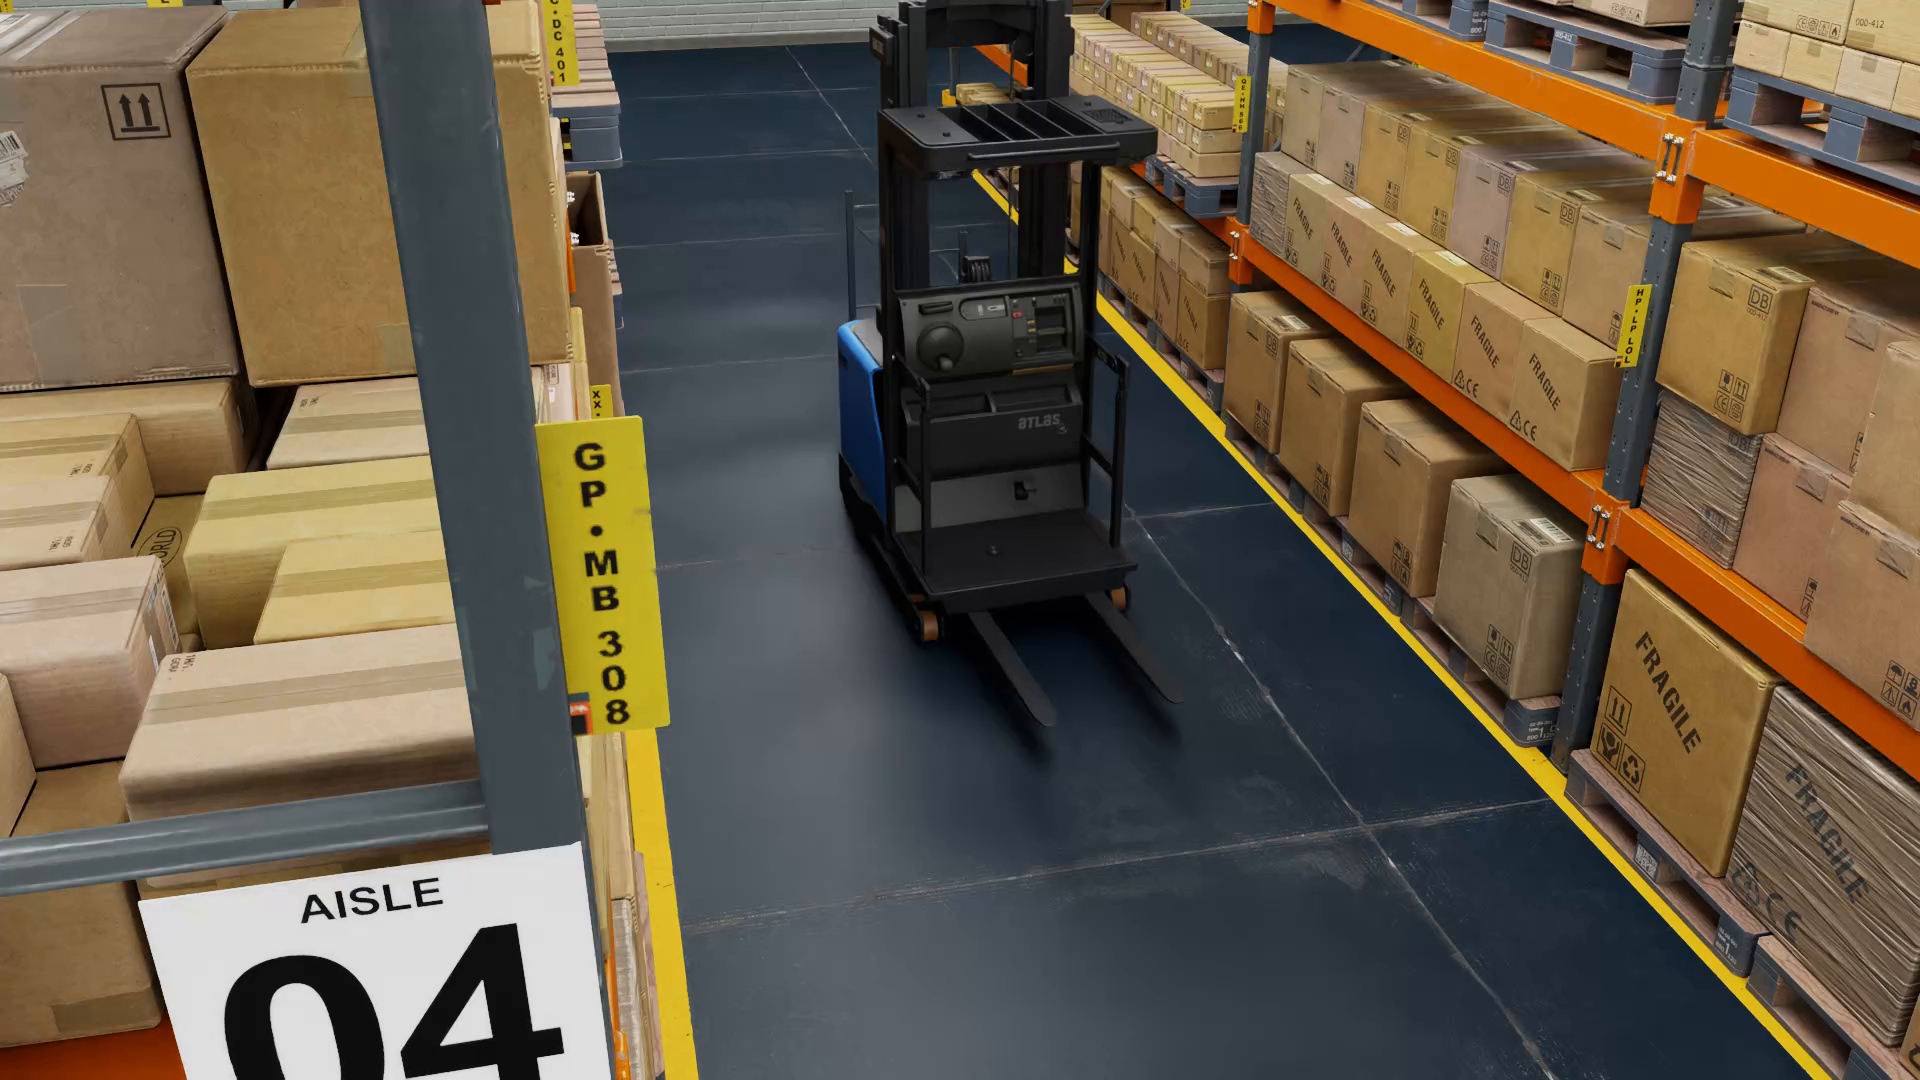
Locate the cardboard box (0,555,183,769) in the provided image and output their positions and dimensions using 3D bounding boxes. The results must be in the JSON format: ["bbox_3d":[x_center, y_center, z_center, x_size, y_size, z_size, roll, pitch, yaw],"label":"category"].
[{"bbox_3d":[-1.172,0.158,2.003,0.380,0.149,0.250,-7,28,-13],"label":"cardboard box"}]

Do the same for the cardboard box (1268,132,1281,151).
[{"bbox_3d":[2.227,-2.557,10.800,0.380,0.149,0.250,-5,27,-9],"label":"cardboard box"}]

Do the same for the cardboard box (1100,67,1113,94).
[{"bbox_3d":[1.231,-3.316,11.973,0.380,0.149,0.250,-6,27,-12],"label":"cardboard box"}]

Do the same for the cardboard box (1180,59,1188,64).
[{"bbox_3d":[1.809,-3.498,12.333,0.380,0.149,0.250,-7,28,-14],"label":"cardboard box"}]

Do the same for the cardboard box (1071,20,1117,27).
[{"bbox_3d":[1.000,-3.902,12.805,0.380,0.149,0.250,-5,27,-10],"label":"cardboard box"}]

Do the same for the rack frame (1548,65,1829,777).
[{"bbox_3d":[3.093,-0.391,6.695,1.000,3.000,0.127,-6,27,-12],"label":"rack frame"}]

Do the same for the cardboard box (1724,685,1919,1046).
[{"bbox_3d":[3.374,1.049,5.735,0.875,0.875,0.875,-6,27,-11],"label":"cardboard box"}]

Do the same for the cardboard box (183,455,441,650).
[{"bbox_3d":[-0.838,0.008,2.300,0.380,0.149,0.250,-6,27,-13],"label":"cardboard box"}]

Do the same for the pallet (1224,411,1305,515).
[{"bbox_3d":[2.296,-0.548,10.102,1.003,0.211,1.213,-6,27,-12],"label":"pallet"}]

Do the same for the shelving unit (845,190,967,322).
[{"bbox_3d":[-0.332,-1.263,10.087,0.538,1.500,1.048,-6,27,-13],"label":"shelving unit"}]

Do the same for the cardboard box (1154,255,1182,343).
[{"bbox_3d":[1.675,-1.709,11.615,0.500,0.500,0.500,-5,27,-10],"label":"cardboard box"}]

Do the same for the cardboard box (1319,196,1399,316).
[{"bbox_3d":[2.260,-1.523,8.827,0.500,0.500,0.500,-6,27,-12],"label":"cardboard box"}]

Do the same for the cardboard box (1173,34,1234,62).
[{"bbox_3d":[1.800,-3.632,12.270,0.380,0.149,0.250,-7,28,-13],"label":"cardboard box"}]

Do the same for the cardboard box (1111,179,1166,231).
[{"bbox_3d":[1.432,-2.500,12.350,0.500,0.250,0.500,-5,27,-10],"label":"cardboard box"}]

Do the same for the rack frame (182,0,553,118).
[{"bbox_3d":[-1.762,-2.610,4.434,1.000,3.000,0.127,-6,27,-12],"label":"rack frame"}]

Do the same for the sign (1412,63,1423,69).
[{"bbox_3d":[2.732,-2.722,10.028,0.100,0.325,0.005,-6,27,-12],"label":"sign"}]

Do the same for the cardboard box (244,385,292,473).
[{"bbox_3d":[-1.439,-0.078,2.914,0.500,0.250,0.500,-5,27,-10],"label":"cardboard box"}]

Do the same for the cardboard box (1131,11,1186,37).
[{"bbox_3d":[1.571,-4.087,13.172,0.380,0.149,0.250,-5,27,-9],"label":"cardboard box"}]

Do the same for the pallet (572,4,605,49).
[{"bbox_3d":[-2.034,-1.924,6.612,1.213,0.211,1.003,-6,27,-12],"label":"pallet"}]

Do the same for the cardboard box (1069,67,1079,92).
[{"bbox_3d":[1.052,-3.527,12.722,0.380,0.149,0.250,-6,27,-11],"label":"cardboard box"}]

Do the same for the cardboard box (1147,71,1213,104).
[{"bbox_3d":[1.457,-2.999,11.015,0.380,0.149,0.250,-5,27,-10],"label":"cardboard box"}]

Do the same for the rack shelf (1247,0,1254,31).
[{"bbox_3d":[1.741,-4.043,11.400,1.077,0.370,4.000,-6,27,-12],"label":"rack shelf"}]

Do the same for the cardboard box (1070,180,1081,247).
[{"bbox_3d":[1.198,-2.623,13.426,0.500,0.500,0.500,-5,27,-10],"label":"cardboard box"}]

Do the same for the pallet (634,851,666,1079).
[{"bbox_3d":[-1.576,1.605,5.837,1.003,0.211,1.213,-6,27,-12],"label":"pallet"}]

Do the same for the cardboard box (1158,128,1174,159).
[{"bbox_3d":[1.520,-2.614,10.913,0.380,0.149,0.250,-5,27,-11],"label":"cardboard box"}]

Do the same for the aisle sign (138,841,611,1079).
[{"bbox_3d":[-0.554,0.661,1.727,0.394,0.787,0.004,-6,27,-12],"label":"aisle sign"}]

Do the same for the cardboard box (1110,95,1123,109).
[{"bbox_3d":[1.284,-3.075,11.826,0.380,0.149,0.250,-7,28,-14],"label":"cardboard box"}]

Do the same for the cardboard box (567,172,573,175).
[{"bbox_3d":[-2.508,-1.973,9.719,0.500,0.500,0.500,-5,27,-10],"label":"cardboard box"}]

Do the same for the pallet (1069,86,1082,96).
[{"bbox_3d":[1.321,-3.467,13.003,1.003,0.211,1.213,-6,27,-12],"label":"pallet"}]

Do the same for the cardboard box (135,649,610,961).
[{"bbox_3d":[-0.717,0.315,2.135,0.500,0.250,0.500,-5,27,-10],"label":"cardboard box"}]

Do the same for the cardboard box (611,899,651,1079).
[{"bbox_3d":[-0.719,0.932,2.525,0.500,0.500,0.500,-6,27,-12],"label":"cardboard box"}]

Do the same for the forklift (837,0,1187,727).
[{"bbox_3d":[0.227,-1.003,7.984,1.130,2.935,3.031,-8,28,-16],"label":"forklift"}]

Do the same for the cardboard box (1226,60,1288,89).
[{"bbox_3d":[2.040,-3.171,11.356,0.380,0.149,0.250,-5,27,-9],"label":"cardboard box"}]

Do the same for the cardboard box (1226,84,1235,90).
[{"bbox_3d":[2.039,-3.043,11.433,0.380,0.149,0.250,-6,27,-12],"label":"cardboard box"}]

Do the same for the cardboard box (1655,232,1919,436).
[{"bbox_3d":[3.143,-0.774,6.091,0.875,0.550,0.550,-6,27,-12],"label":"cardboard box"}]

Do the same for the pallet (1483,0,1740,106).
[{"bbox_3d":[2.839,-2.042,6.850,0.805,0.209,1.217,-7,28,-14],"label":"pallet"}]

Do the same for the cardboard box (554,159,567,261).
[{"bbox_3d":[-1.297,-0.800,4.343,0.500,0.250,0.500,-5,27,-10],"label":"cardboard box"}]

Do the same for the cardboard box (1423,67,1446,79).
[{"bbox_3d":[5.435,-4.970,18.145,0.875,0.438,0.875,-7,28,-13],"label":"cardboard box"}]

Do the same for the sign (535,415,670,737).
[{"bbox_3d":[-0.332,0.040,1.543,0.100,0.325,0.005,-6,27,-12],"label":"sign"}]

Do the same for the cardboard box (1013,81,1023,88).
[{"bbox_3d":[0.755,-4.633,17.137,0.380,0.149,0.250,-6,27,-11],"label":"cardboard box"}]

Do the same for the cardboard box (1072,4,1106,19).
[{"bbox_3d":[0.906,-4.264,13.928,0.500,0.500,0.500,-6,27,-12],"label":"cardboard box"}]

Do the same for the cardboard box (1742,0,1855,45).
[{"bbox_3d":[2.931,-1.785,5.388,0.500,0.250,0.500,-6,27,-11],"label":"cardboard box"}]

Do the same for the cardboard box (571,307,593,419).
[{"bbox_3d":[-1.392,-0.386,5.135,0.500,0.500,0.500,-6,27,-12],"label":"cardboard box"}]

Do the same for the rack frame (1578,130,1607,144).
[{"bbox_3d":[6.090,-4.450,14.737,1.000,3.000,0.127,-6,27,-12],"label":"rack frame"}]

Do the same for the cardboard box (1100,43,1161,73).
[{"bbox_3d":[1.223,-3.457,11.922,0.380,0.149,0.250,-5,27,-10],"label":"cardboard box"}]

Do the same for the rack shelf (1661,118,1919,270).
[{"bbox_3d":[3.544,-0.531,4.442,1.077,0.370,4.000,-6,27,-12],"label":"rack shelf"}]

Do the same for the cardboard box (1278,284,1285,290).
[{"bbox_3d":[2.272,-1.881,11.123,0.500,0.250,0.500,-7,28,-14],"label":"cardboard box"}]

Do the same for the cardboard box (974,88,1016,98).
[{"bbox_3d":[0.355,-4.466,16.807,0.380,0.149,0.250,-5,27,-11],"label":"cardboard box"}]

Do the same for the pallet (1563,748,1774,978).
[{"bbox_3d":[3.188,1.196,6.647,1.003,0.211,1.213,-6,27,-12],"label":"pallet"}]

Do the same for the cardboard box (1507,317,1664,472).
[{"bbox_3d":[2.715,-0.637,7.073,0.500,0.500,0.500,-6,27,-12],"label":"cardboard box"}]

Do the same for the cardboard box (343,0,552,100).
[{"bbox_3d":[-1.412,-1.500,4.567,0.500,0.500,0.500,-7,28,-13],"label":"cardboard box"}]

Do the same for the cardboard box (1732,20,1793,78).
[{"bbox_3d":[2.844,-1.656,5.574,0.380,0.149,0.250,-6,27,-12],"label":"cardboard box"}]

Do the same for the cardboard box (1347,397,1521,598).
[{"bbox_3d":[2.652,-0.261,8.469,1.050,0.750,0.750,-6,27,-12],"label":"cardboard box"}]

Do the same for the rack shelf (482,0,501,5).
[{"bbox_3d":[-1.311,-1.409,2.857,1.077,0.370,4.000,-6,27,-12],"label":"rack shelf"}]

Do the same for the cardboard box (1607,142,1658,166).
[{"bbox_3d":[6.308,-3.425,14.598,0.875,0.875,0.875,-5,27,-10],"label":"cardboard box"}]

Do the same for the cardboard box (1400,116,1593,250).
[{"bbox_3d":[2.632,-1.769,8.204,0.700,0.500,0.500,-6,27,-12],"label":"cardboard box"}]

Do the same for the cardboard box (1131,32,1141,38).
[{"bbox_3d":[1.572,-3.956,13.242,0.380,0.149,0.250,-5,27,-10],"label":"cardboard box"}]

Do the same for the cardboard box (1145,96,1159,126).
[{"bbox_3d":[1.457,-2.868,11.085,0.380,0.149,0.250,-6,27,-11],"label":"cardboard box"}]
